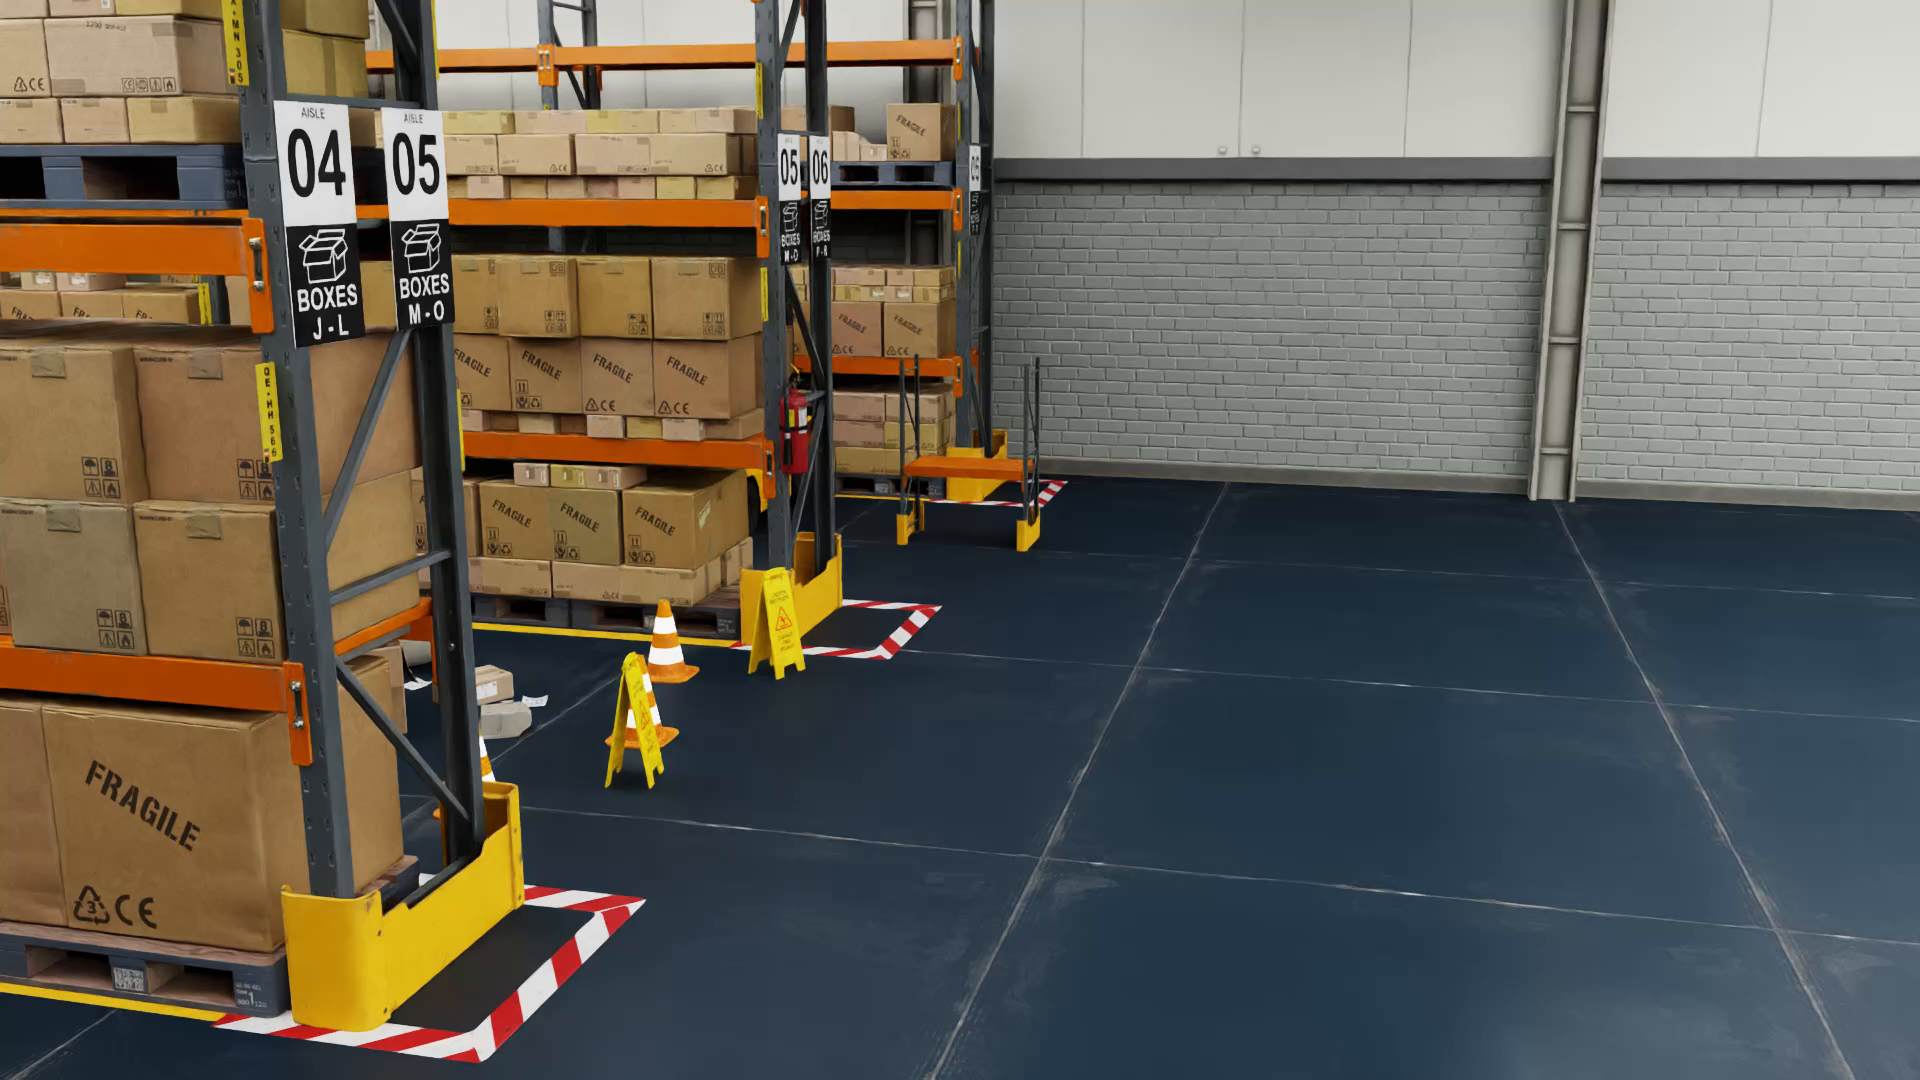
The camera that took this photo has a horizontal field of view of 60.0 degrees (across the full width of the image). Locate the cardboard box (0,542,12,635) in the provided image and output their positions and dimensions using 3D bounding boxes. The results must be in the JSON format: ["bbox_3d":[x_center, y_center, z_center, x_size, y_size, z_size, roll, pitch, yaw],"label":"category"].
[{"bbox_3d":[-3.556,-0.015,6.530,0.550,0.550,0.875,3,13,14],"label":"cardboard box"}]

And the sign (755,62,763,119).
[{"bbox_3d":[-1.196,-2.680,9.918,0.005,0.325,0.100,3,13,14],"label":"sign"}]

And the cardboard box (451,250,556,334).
[{"bbox_3d":[-3.053,-1.649,11.017,0.500,0.500,0.700,3,13,13],"label":"cardboard box"}]

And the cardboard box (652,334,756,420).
[{"bbox_3d":[-1.637,-1.063,10.683,0.500,0.500,0.500,3,13,13],"label":"cardboard box"}]

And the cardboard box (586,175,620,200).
[{"bbox_3d":[-2.187,-2.254,10.624,0.250,0.149,0.380,3,13,14],"label":"cardboard box"}]

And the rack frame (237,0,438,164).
[{"bbox_3d":[-2.132,-2.781,5.495,0.127,3.000,1.000,3,13,14],"label":"rack frame"}]

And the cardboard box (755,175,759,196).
[{"bbox_3d":[-1.288,-2.326,10.947,0.250,0.149,0.380,3,13,14],"label":"cardboard box"}]

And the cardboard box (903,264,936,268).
[{"bbox_3d":[-0.376,-2.543,15.855,0.250,0.149,0.380,4,13,15],"label":"cardboard box"}]

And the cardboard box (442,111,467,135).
[{"bbox_3d":[-3.171,-2.689,10.743,0.250,0.149,0.380,3,13,15],"label":"cardboard box"}]

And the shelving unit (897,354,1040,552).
[{"bbox_3d":[0.074,-0.728,13.553,1.083,1.500,0.587,3,13,14],"label":"shelving unit"}]

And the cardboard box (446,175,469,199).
[{"bbox_3d":[-3.184,-2.300,10.830,0.250,0.149,0.380,3,13,14],"label":"cardboard box"}]

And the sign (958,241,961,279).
[{"bbox_3d":[-0.002,-2.510,14.903,0.005,0.325,0.100,3,13,14],"label":"sign"}]

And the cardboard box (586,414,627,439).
[{"bbox_3d":[-2.232,-0.765,10.838,0.250,0.149,0.380,3,13,15],"label":"cardboard box"}]

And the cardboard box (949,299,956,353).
[{"bbox_3d":[-0.273,-2.076,15.934,0.500,0.500,0.500,3,13,15],"label":"cardboard box"}]

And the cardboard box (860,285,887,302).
[{"bbox_3d":[-0.755,-2.301,15.450,0.250,0.149,0.380,3,13,15],"label":"cardboard box"}]

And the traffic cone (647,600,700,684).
[{"bbox_3d":[-1.771,0.589,10.012,0.334,0.463,0.336,3,13,14],"label":"traffic cone"}]

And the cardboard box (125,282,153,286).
[{"bbox_3d":[-6.277,-1.645,12.334,0.500,0.500,0.500,3,13,13],"label":"cardboard box"}]

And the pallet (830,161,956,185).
[{"bbox_3d":[-0.539,-3.406,15.440,1.213,0.211,1.003,3,13,14],"label":"pallet"}]

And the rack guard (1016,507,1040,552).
[{"bbox_3d":[0.558,-0.092,13.572,0.087,0.250,0.587,3,13,14],"label":"rack guard"}]

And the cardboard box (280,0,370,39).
[{"bbox_3d":[-2.380,-1.922,6.084,0.250,0.149,0.380,3,13,14],"label":"cardboard box"}]

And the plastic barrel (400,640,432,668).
[{"bbox_3d":[-3.412,0.570,10.187,0.512,0.421,0.421,-9,15,-35],"label":"plastic barrel"}]

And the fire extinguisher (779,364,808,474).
[{"bbox_3d":[-1.043,-0.758,10.405,0.183,0.674,0.296,3,13,14],"label":"fire extinguisher"}]

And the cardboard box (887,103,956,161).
[{"bbox_3d":[-0.346,-3.682,15.046,0.500,0.500,0.500,3,13,15],"label":"cardboard box"}]

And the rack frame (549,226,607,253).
[{"bbox_3d":[-3.742,-2.150,16.501,0.127,3.000,1.000,3,13,14],"label":"rack frame"}]

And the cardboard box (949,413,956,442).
[{"bbox_3d":[-0.265,-1.118,16.070,0.500,0.250,0.500,3,13,15],"label":"cardboard box"}]

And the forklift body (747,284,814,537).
[{"bbox_3d":[-2.136,-1.243,14.372,1.214,2.155,2.313,3,13,14],"label":"forklift body"}]

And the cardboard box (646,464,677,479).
[{"bbox_3d":[-2.293,-0.255,11.605,0.500,0.500,0.500,3,13,11],"label":"cardboard box"}]

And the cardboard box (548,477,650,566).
[{"bbox_3d":[-2.392,-0.141,11.090,0.500,0.500,0.500,4,13,16],"label":"cardboard box"}]

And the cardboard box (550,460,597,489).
[{"bbox_3d":[-2.500,-0.450,10.985,0.250,0.149,0.380,3,13,14],"label":"cardboard box"}]

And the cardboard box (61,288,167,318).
[{"bbox_3d":[-5.913,-1.507,11.712,0.500,0.500,0.500,3,13,14],"label":"cardboard box"}]

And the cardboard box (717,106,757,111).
[{"bbox_3d":[-1.876,-3.796,15.553,0.637,0.503,0.797,3,13,15],"label":"cardboard box"}]

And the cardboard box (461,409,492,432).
[{"bbox_3d":[-3.207,-0.824,11.104,0.250,0.149,0.380,3,13,13],"label":"cardboard box"}]

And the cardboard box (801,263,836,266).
[{"bbox_3d":[-1.369,-2.606,16.139,0.250,0.149,0.380,3,13,12],"label":"cardboard box"}]

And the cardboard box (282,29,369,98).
[{"bbox_3d":[-2.539,-1.722,6.103,0.500,0.250,0.500,3,13,13],"label":"cardboard box"}]

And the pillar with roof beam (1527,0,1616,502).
[{"bbox_3d":[4.475,-3.881,10.449,0.400,9.000,9.100,3,13,14],"label":"pillar with roof beam"}]

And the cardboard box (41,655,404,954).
[{"bbox_3d":[-2.806,0.958,6.425,0.875,0.875,0.875,3,13,14],"label":"cardboard box"}]

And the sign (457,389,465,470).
[{"bbox_3d":[-1.993,-0.430,6.567,0.005,0.325,0.100,3,13,14],"label":"sign"}]

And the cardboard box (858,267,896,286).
[{"bbox_3d":[-0.764,-2.442,15.400,0.250,0.149,0.380,3,13,15],"label":"cardboard box"}]

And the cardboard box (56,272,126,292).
[{"bbox_3d":[-6.102,-1.832,11.679,0.250,0.149,0.380,3,13,12],"label":"cardboard box"}]

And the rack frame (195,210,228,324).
[{"bbox_3d":[-4.927,-1.106,11.795,0.127,3.000,1.000,3,13,14],"label":"rack frame"}]

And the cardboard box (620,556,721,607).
[{"bbox_3d":[-1.917,0.252,11.052,0.500,0.250,0.500,3,13,13],"label":"cardboard box"}]

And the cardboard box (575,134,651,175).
[{"bbox_3d":[-2.090,-2.434,10.515,0.500,0.250,0.500,3,13,13],"label":"cardboard box"}]

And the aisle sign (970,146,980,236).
[{"bbox_3d":[0.135,-3.147,14.990,0.004,0.787,0.394,3,13,14],"label":"aisle sign"}]

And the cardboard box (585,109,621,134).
[{"bbox_3d":[-2.170,-2.640,10.522,0.250,0.149,0.380,3,13,14],"label":"cardboard box"}]

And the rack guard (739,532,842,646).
[{"bbox_3d":[-1.118,0.318,11.148,0.348,0.500,1.175,3,13,14],"label":"rack guard"}]

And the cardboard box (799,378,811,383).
[{"bbox_3d":[-1.744,-1.440,16.368,0.500,0.250,0.500,3,13,12],"label":"cardboard box"}]

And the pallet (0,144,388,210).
[{"bbox_3d":[-2.855,-1.310,5.993,1.213,0.211,1.003,3,13,14],"label":"pallet"}]

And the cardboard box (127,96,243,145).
[{"bbox_3d":[-2.536,-1.394,5.547,0.250,0.149,0.380,3,13,13],"label":"cardboard box"}]

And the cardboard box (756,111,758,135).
[{"bbox_3d":[-1.340,-2.691,10.752,0.250,0.149,0.380,3,13,13],"label":"cardboard box"}]

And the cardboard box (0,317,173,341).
[{"bbox_3d":[-3.550,-0.547,6.436,0.550,0.550,0.875,3,13,14],"label":"cardboard box"}]

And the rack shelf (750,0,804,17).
[{"bbox_3d":[-2.986,-3.579,10.756,4.000,0.370,1.077,3,13,14],"label":"rack shelf"}]

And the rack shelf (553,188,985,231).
[{"bbox_3d":[-1.800,-3.160,15.786,4.000,0.370,1.077,3,13,14],"label":"rack shelf"}]

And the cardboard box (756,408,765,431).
[{"bbox_3d":[-1.324,-0.837,11.163,0.250,0.149,0.380,3,13,14],"label":"cardboard box"}]

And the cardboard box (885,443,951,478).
[{"bbox_3d":[-0.390,-0.763,15.628,0.500,0.250,0.500,3,13,14],"label":"cardboard box"}]
